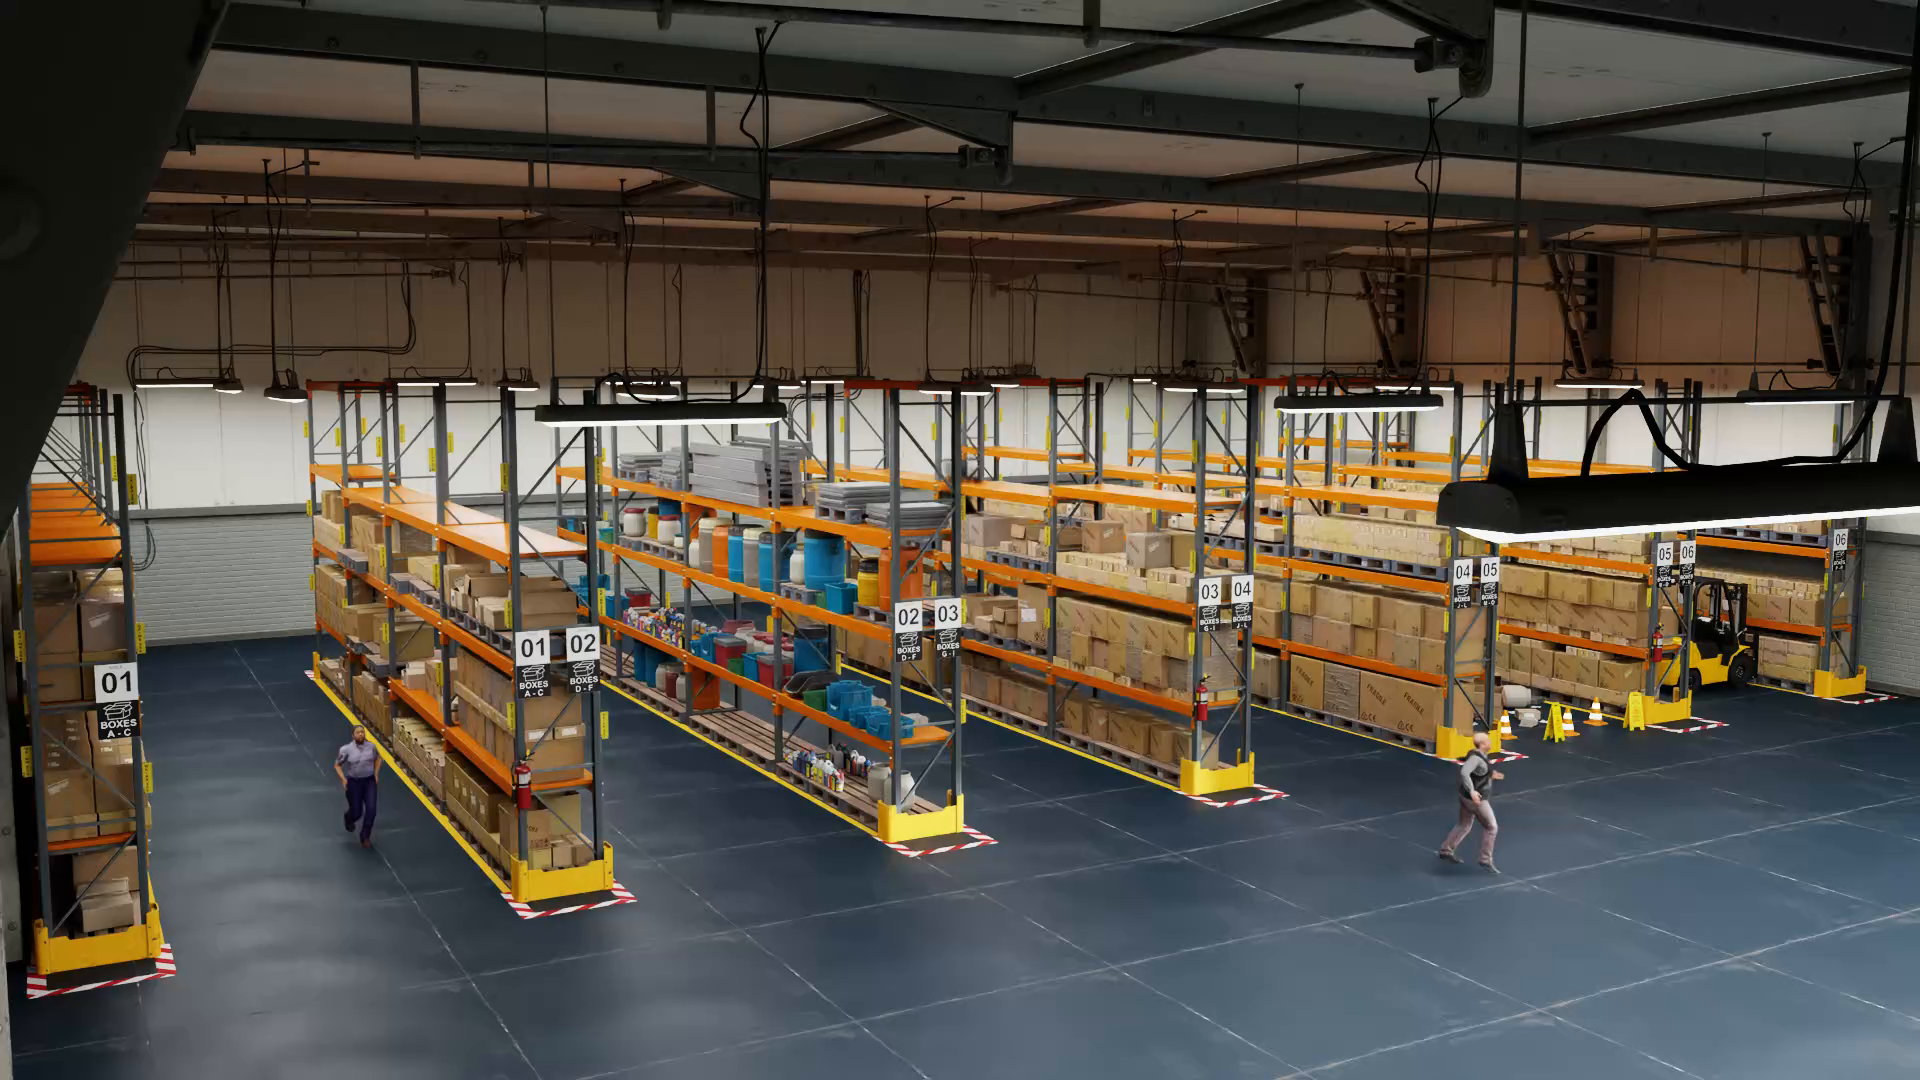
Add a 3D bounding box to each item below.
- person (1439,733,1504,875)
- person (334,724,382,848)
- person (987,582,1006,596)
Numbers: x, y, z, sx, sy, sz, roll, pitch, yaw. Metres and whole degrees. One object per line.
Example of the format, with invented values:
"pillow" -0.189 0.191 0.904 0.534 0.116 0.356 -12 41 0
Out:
"person" 6.402 3.273 20.769 0.788 1.774 0.651 0 6 3
"person" -7.909 3.223 21.921 0.613 1.598 0.586 -4 7 -35
"person" 0.863 1.013 42.185 0.909 1.622 0.626 3 7 28
